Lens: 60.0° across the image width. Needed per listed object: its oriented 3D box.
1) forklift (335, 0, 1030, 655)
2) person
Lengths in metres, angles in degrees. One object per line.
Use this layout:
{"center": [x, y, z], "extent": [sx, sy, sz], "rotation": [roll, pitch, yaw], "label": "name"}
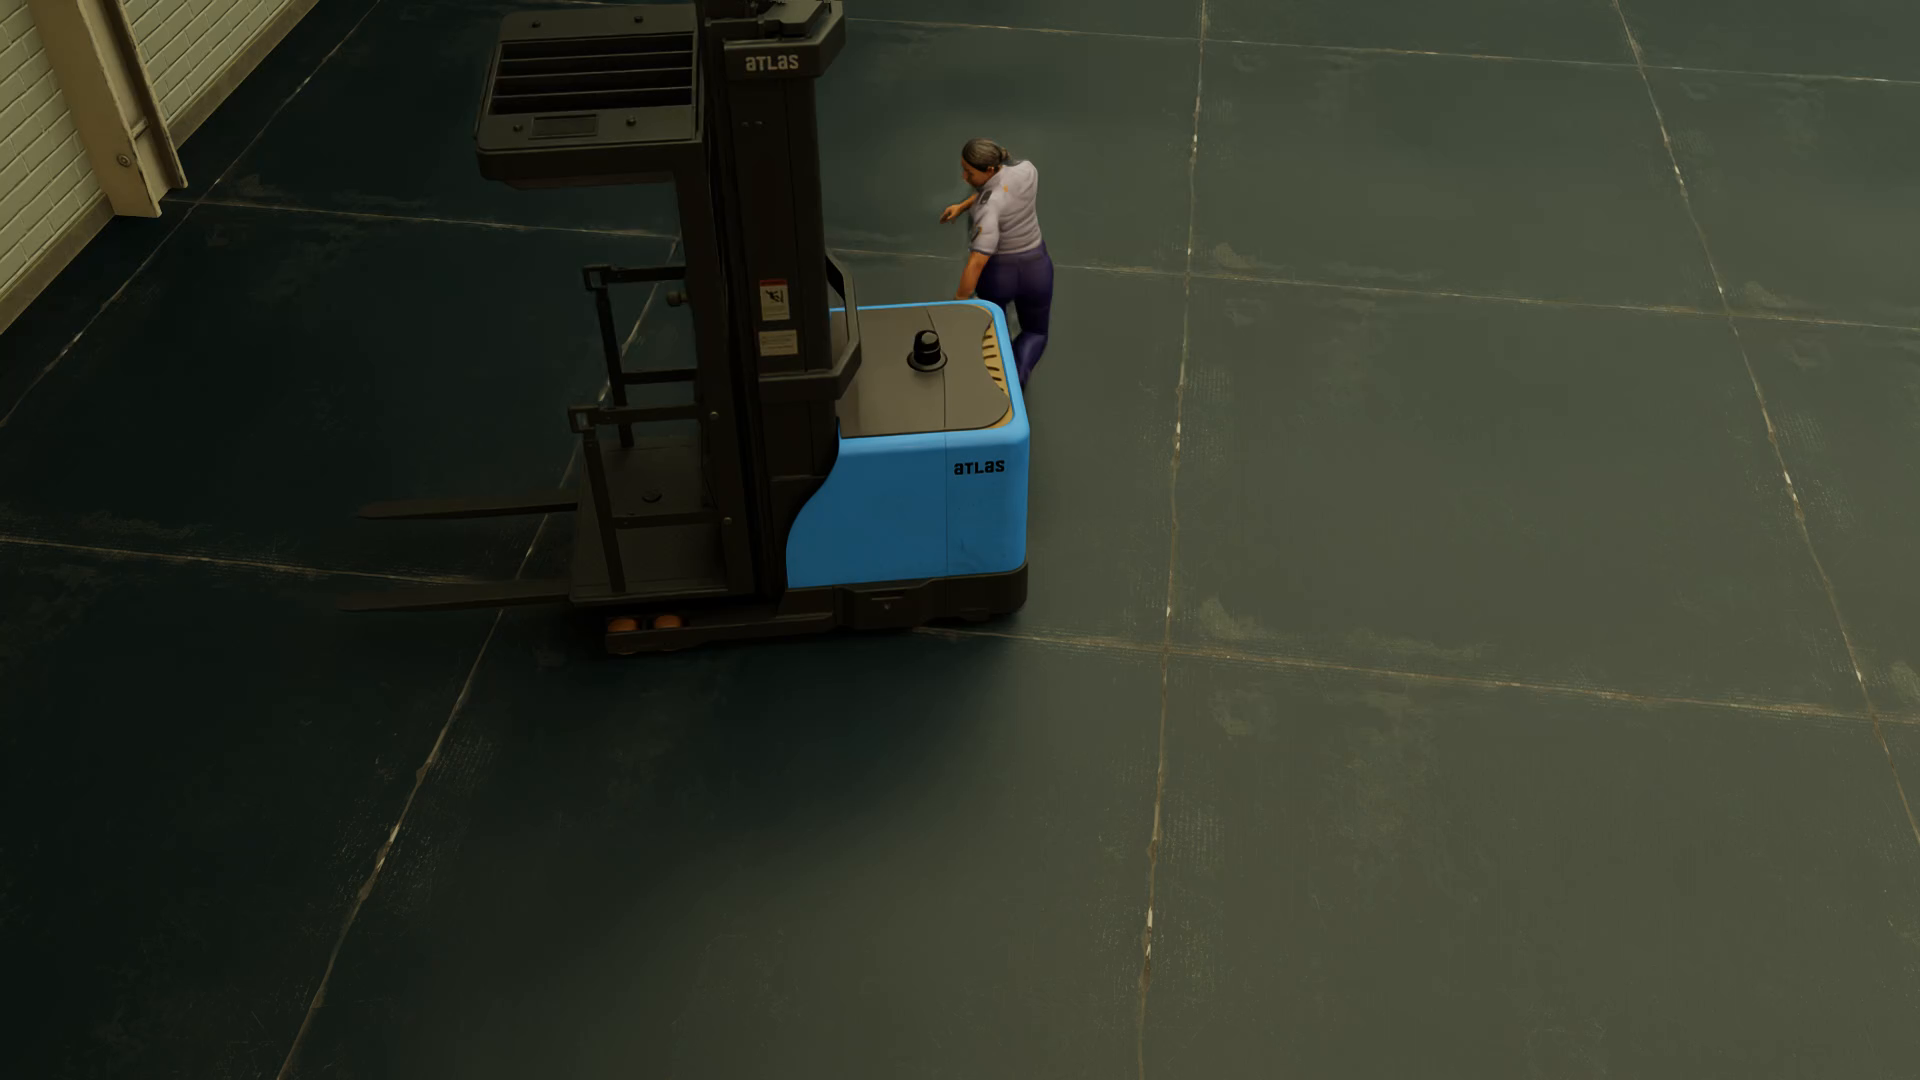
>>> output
{"center": [-1.250, -0.952, 6.760], "extent": [3.031, 2.935, 1.130], "rotation": [-4, 43, -5], "label": "forklift"}
{"center": [0.180, -1.345, 8.353], "extent": [0.601, 1.431, 0.862], "rotation": [-9, 43, -9], "label": "person"}
